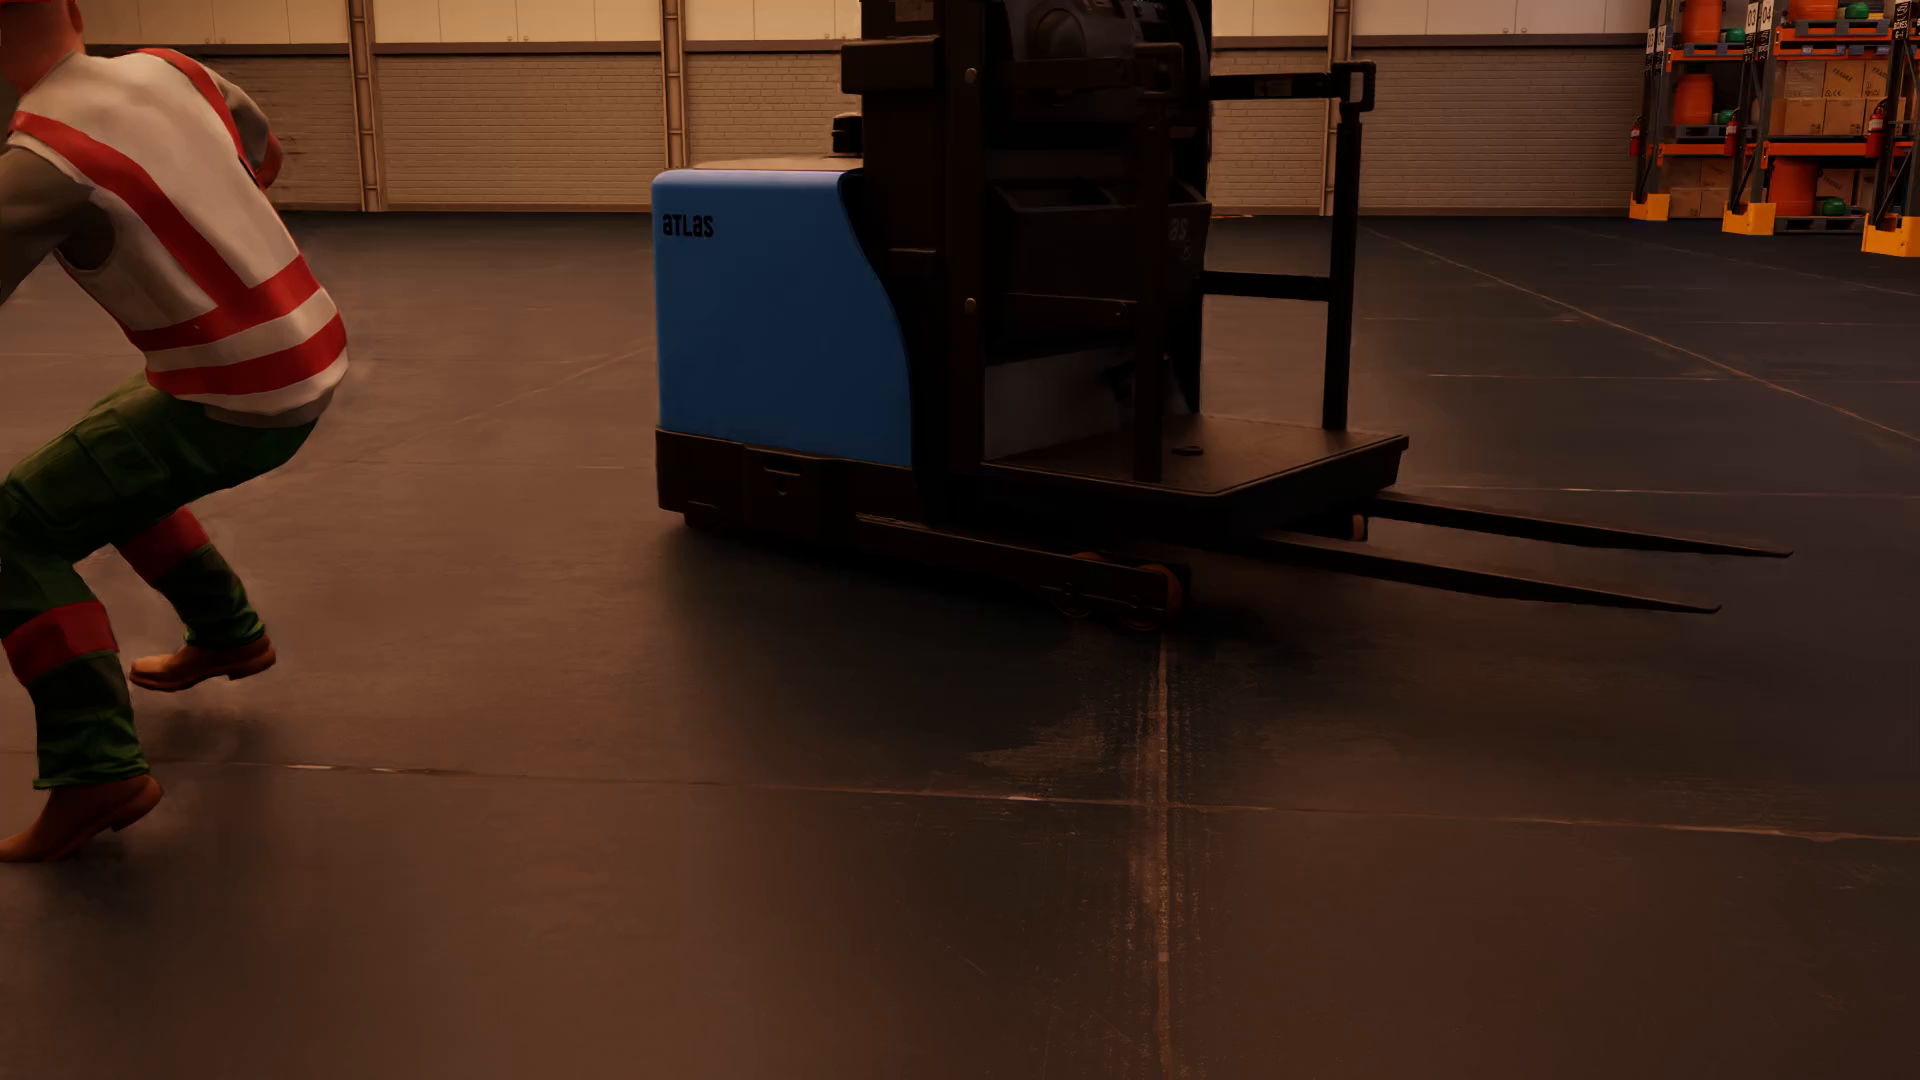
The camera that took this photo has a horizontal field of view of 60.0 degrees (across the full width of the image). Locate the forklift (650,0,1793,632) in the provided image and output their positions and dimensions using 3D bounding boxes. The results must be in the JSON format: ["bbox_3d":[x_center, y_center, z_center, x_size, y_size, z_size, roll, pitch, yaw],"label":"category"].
[{"bbox_3d":[0.545,-1.341,4.244,3.031,2.935,1.130,10,17,37],"label":"forklift"}]

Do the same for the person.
[{"bbox_3d":[-1.564,-0.280,2.946,0.853,1.528,0.852,0,13,-1],"label":"person"}]
